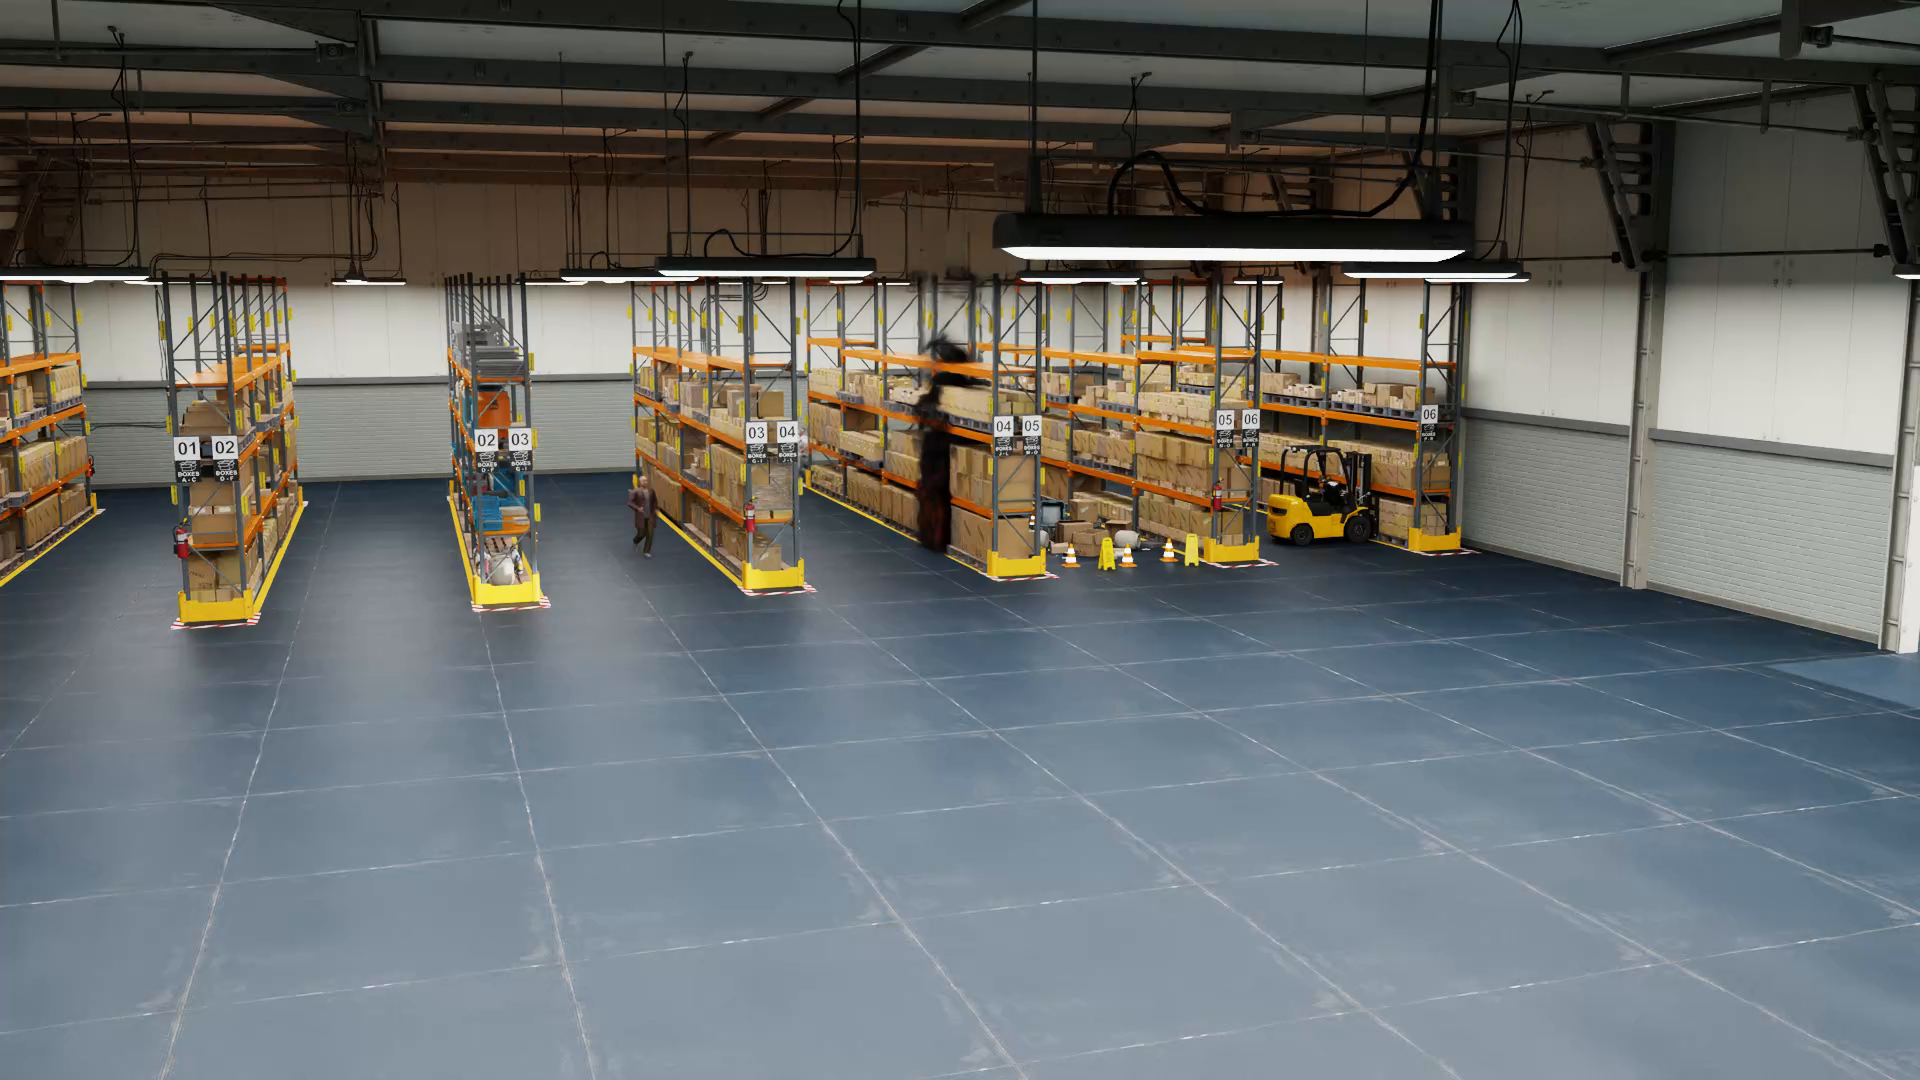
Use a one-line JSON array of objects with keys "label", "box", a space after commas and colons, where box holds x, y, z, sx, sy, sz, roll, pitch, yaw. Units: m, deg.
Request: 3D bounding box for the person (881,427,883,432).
[{"label": "person", "box": [-2.368, -2.652, 50.454, 0.697, 1.590, 0.533, -2, 9, -10]}]

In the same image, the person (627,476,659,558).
[{"label": "person", "box": [-6.781, -0.507, 35.655, 0.709, 1.737, 0.757, -5, 10, -32]}]

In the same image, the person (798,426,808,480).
[{"label": "person", "box": [-4.776, -2.578, 49.566, 0.604, 1.662, 0.860, -5, 10, -31]}]
